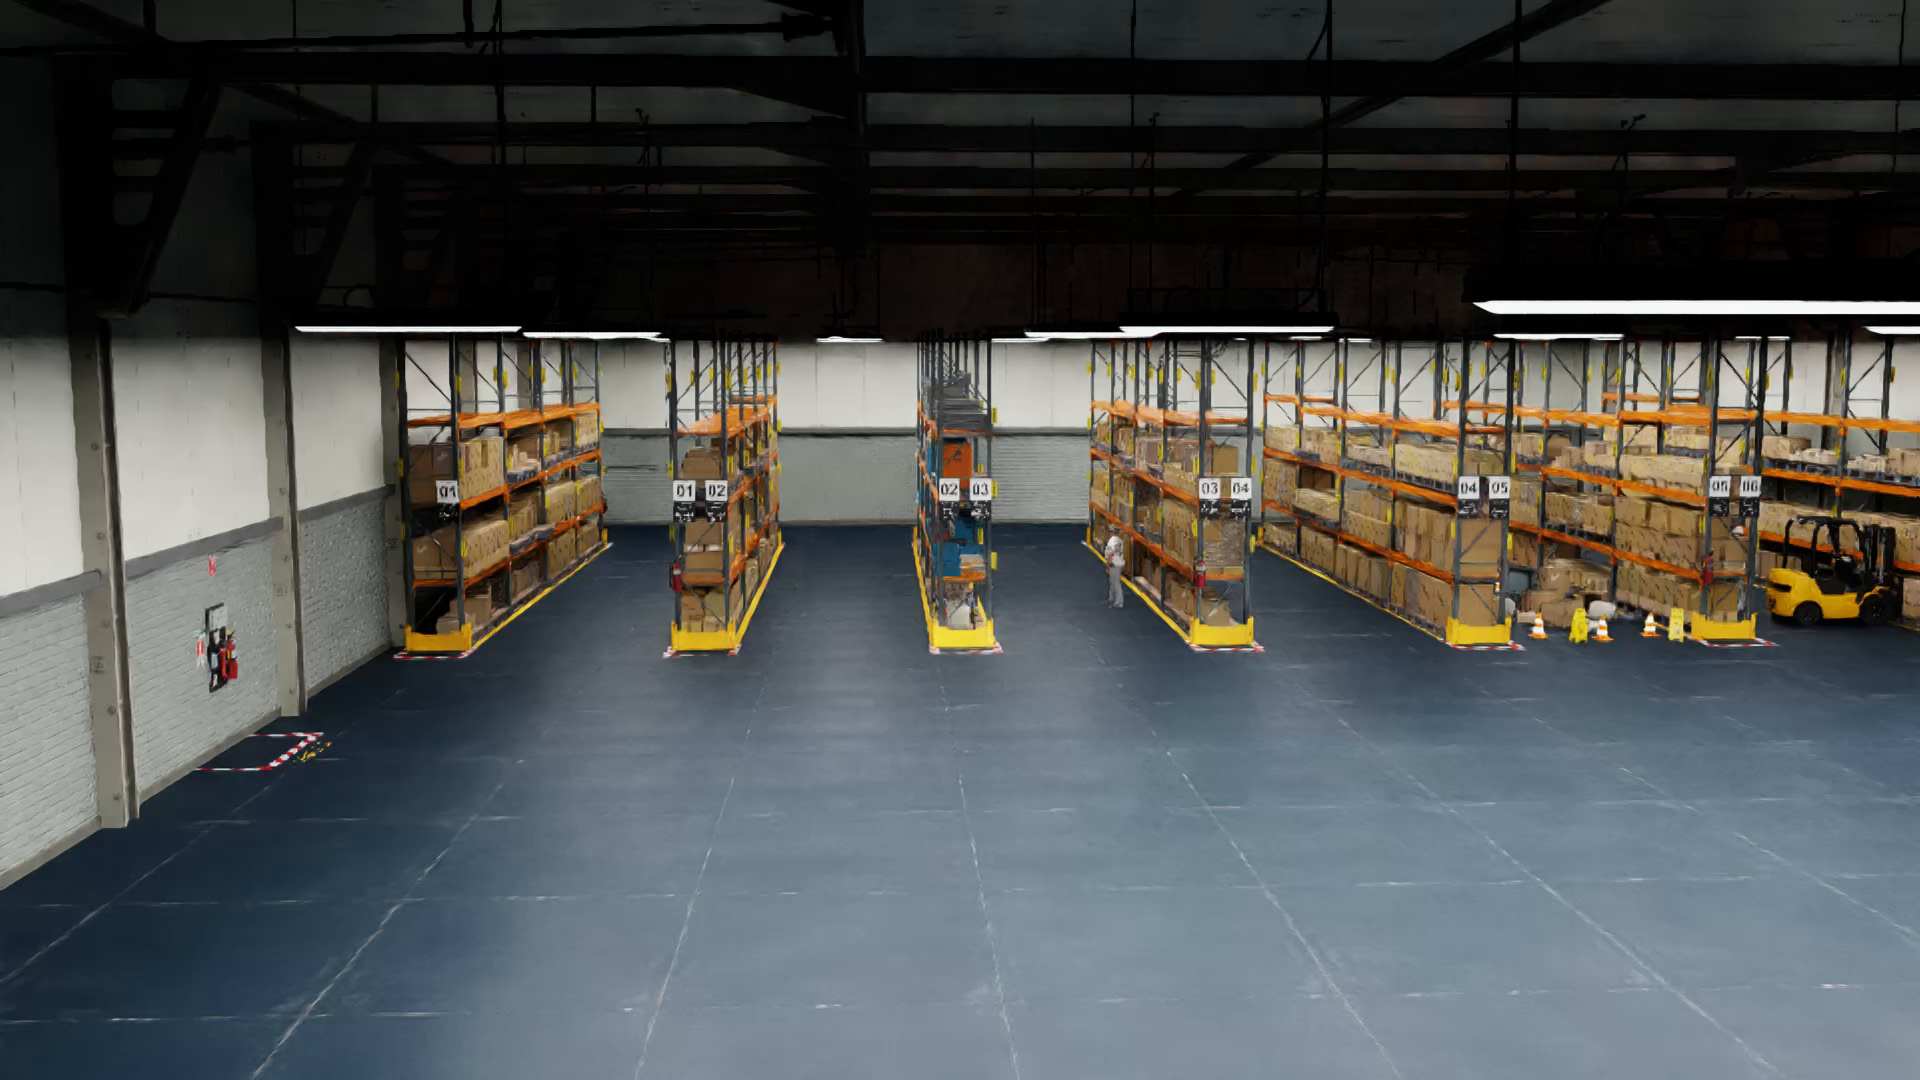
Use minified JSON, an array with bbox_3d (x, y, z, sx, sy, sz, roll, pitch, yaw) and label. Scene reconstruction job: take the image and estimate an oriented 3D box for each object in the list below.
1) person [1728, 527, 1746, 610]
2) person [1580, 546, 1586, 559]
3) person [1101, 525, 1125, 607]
[{"bbox_3d":[16.698,0.596,35.926,0.533,1.781,0.666,3,7,22],"label":"person"},{"bbox_3d":[15.973,-0.152,42.736,0.416,1.679,0.507,-4,8,-33],"label":"person"},{"bbox_3d":[3.340,0.557,36.383,0.597,1.746,0.668,3,7,22],"label":"person"}]
